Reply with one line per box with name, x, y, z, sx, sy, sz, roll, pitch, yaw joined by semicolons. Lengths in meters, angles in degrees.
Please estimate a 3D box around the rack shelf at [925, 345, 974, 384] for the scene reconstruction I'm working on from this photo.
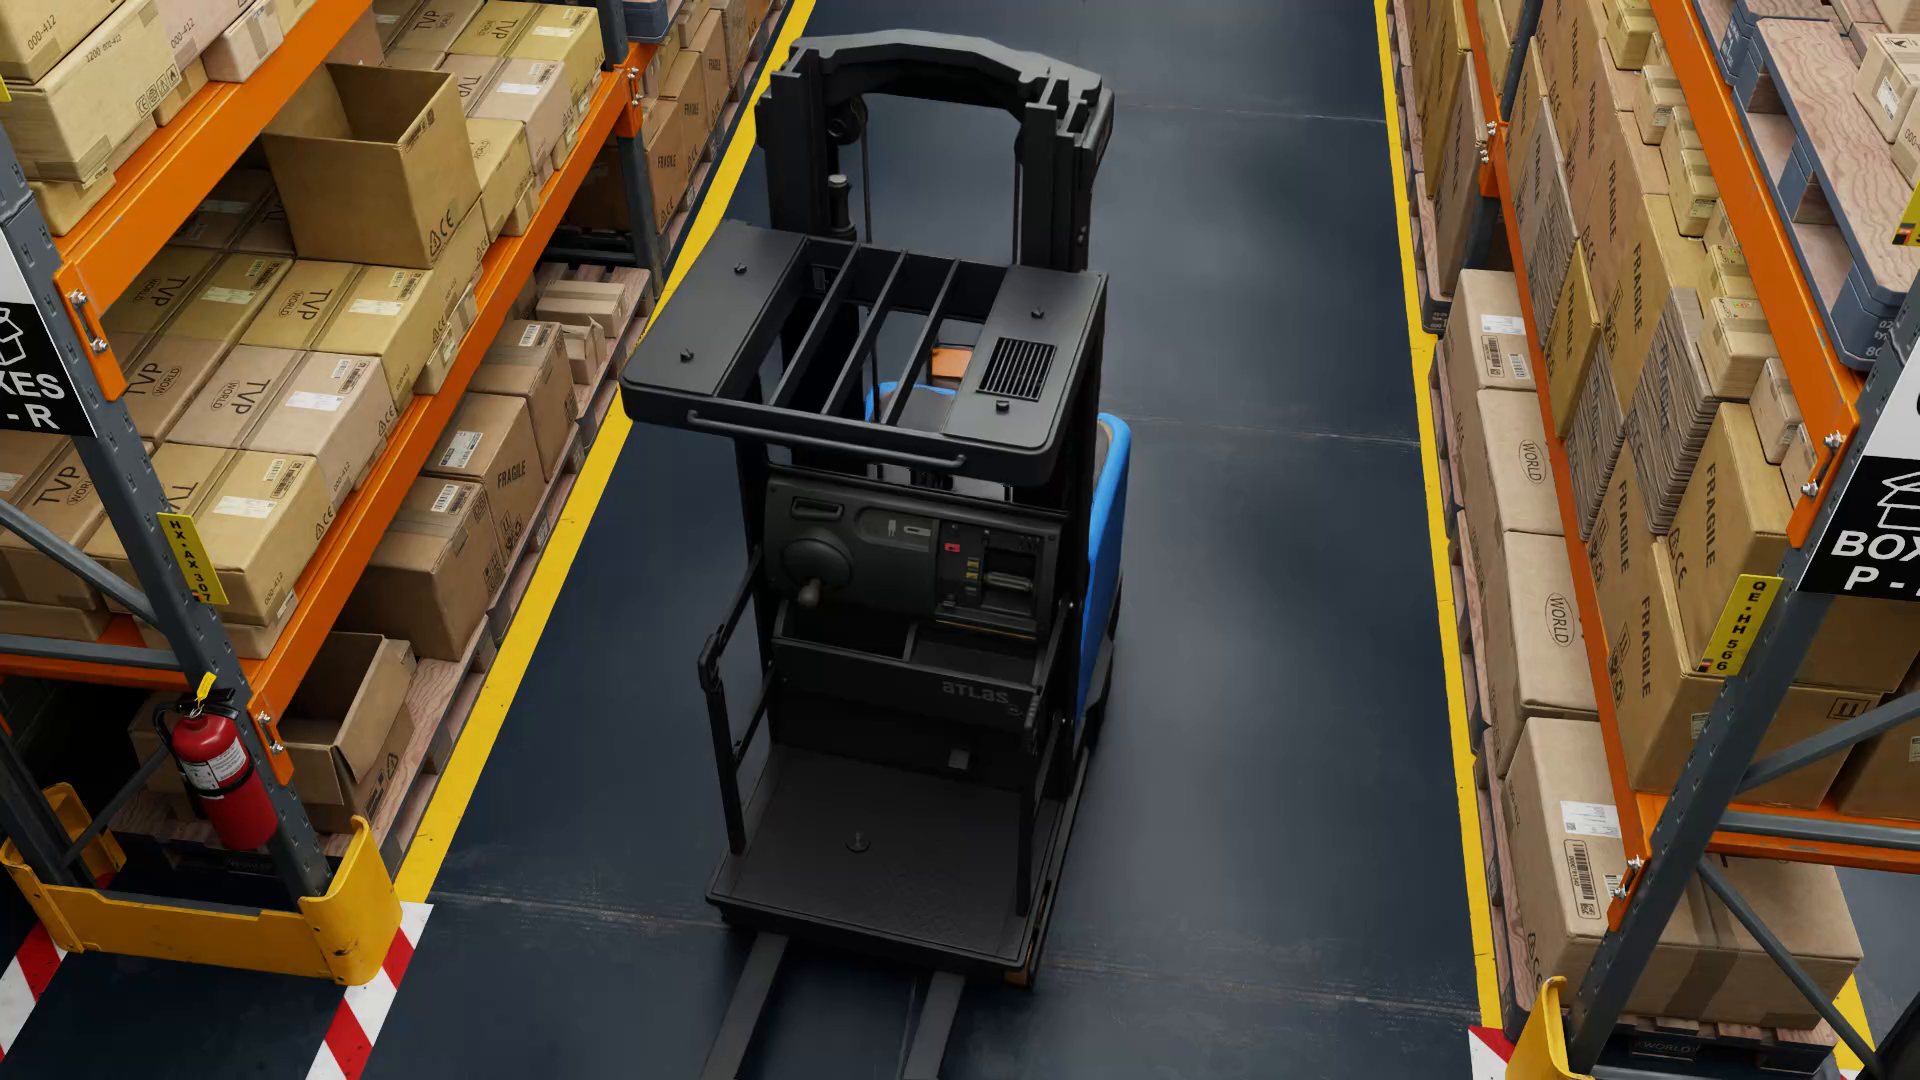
rack shelf;0.002;-0.675;6.653;0.258;0.103;0.180;5;44;6

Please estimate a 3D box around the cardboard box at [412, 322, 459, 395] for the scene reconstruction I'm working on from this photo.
cardboard box;-2.037;-0.664;5.974;0.380;0.149;0.250;4;44;4

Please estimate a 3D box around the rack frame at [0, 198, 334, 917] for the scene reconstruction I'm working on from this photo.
rack frame;-2.572;0.318;4.755;1.000;3.000;0.127;5;44;6

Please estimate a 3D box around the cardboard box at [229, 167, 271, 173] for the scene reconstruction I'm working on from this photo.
cardboard box;-2.506;-1.455;6.520;0.500;0.250;0.500;6;44;6

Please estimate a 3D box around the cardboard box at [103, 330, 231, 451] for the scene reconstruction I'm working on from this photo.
cardboard box;-2.705;-0.425;5.432;0.500;0.250;0.500;5;44;6

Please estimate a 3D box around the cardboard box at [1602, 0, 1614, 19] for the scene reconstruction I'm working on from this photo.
cardboard box;2.475;-1.885;5.810;0.380;0.149;0.250;5;44;5

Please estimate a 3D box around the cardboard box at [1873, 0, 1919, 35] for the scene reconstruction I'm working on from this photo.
cardboard box;2.596;-1.495;4.174;0.500;0.311;0.500;6;44;6

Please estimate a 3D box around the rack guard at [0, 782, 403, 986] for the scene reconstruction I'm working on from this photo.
rack guard;-2.562;1.174;5.669;1.175;0.500;0.348;5;44;6

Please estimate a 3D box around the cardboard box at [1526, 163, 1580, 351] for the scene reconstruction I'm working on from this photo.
cardboard box;2.413;-1.019;6.094;0.500;0.500;0.500;5;44;6

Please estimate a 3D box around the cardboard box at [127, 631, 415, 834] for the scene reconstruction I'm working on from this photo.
cardboard box;-2.397;0.664;5.900;0.797;0.503;0.637;4;44;4

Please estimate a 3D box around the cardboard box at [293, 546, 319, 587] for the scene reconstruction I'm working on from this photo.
cardboard box;-2.269;0.032;5.239;0.380;0.149;0.250;6;44;7

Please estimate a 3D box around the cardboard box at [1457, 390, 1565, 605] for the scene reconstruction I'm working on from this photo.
cardboard box;2.571;-0.153;6.811;0.875;0.438;0.875;4;44;4

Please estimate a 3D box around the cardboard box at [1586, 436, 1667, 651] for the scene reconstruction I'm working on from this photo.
cardboard box;2.232;0.037;4.979;0.500;0.500;0.500;4;44;5

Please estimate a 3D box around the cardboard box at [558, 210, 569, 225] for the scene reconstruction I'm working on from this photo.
cardboard box;-2.271;-2.015;8.731;0.500;0.500;0.500;5;44;5

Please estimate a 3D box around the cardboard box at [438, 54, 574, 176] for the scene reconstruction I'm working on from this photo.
cardboard box;-1.920;-1.750;6.831;0.500;0.250;0.500;5;44;6

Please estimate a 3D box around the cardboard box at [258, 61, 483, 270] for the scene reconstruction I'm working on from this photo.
cardboard box;-2.047;-1.315;5.827;0.500;0.500;0.500;6;44;7

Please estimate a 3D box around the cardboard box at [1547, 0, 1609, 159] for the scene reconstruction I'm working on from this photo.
cardboard box;2.502;-1.713;6.100;0.500;0.500;0.500;5;44;5

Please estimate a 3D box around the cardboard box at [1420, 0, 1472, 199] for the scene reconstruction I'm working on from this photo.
cardboard box;2.992;-2.387;8.851;0.875;0.875;0.875;6;44;7

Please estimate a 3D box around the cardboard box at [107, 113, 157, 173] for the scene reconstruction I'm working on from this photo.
cardboard box;-2.290;-1.057;4.208;0.380;0.149;0.250;6;44;6

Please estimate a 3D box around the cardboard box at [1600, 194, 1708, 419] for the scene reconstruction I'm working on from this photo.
cardboard box;2.285;-0.679;5.007;0.500;0.500;0.500;5;44;5

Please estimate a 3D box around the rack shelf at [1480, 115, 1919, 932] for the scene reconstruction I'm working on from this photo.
rack shelf;2.613;-0.335;5.968;1.077;0.370;4.000;5;44;6

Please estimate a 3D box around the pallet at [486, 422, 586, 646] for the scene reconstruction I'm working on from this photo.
pallet;-2.294;-0.094;7.218;1.003;0.211;1.213;5;44;6

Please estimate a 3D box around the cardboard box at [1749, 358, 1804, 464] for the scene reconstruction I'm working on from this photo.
cardboard box;2.208;-0.306;4.142;0.380;0.149;0.250;6;44;6

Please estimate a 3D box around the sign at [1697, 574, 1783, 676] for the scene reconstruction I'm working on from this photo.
sign;1.813;0.201;3.864;0.100;0.325;0.005;5;44;6

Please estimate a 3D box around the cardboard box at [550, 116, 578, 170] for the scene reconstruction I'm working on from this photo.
cardboard box;-1.858;-1.718;7.088;0.380;0.149;0.250;6;44;7

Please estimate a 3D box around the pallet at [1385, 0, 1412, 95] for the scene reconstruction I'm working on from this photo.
pallet;3.228;-3.143;10.438;1.003;0.211;1.213;5;44;6

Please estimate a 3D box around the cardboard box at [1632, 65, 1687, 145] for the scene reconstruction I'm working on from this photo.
cardboard box;2.359;-1.367;5.262;0.380;0.149;0.250;5;44;6

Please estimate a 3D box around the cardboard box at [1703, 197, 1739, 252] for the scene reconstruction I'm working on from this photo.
cardboard box;2.337;-0.830;4.695;0.380;0.149;0.250;5;44;5

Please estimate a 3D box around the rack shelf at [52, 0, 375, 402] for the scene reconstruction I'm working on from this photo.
rack shelf;-2.307;-1.873;5.410;1.077;0.370;4.000;5;44;6

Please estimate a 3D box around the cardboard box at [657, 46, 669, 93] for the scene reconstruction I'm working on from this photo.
cardboard box;-1.749;-2.481;8.751;0.380;0.149;0.250;3;44;3

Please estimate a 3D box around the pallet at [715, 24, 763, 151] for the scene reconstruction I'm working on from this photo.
pallet;-1.814;-2.787;10.062;1.003;0.211;1.213;5;44;6

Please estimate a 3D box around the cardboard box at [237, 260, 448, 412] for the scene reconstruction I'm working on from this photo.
cardboard box;-2.115;-0.710;5.733;0.500;0.250;0.500;4;44;5

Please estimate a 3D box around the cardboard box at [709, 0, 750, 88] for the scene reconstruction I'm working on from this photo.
cardboard box;-1.550;-3.019;9.791;0.500;0.500;0.500;4;44;4

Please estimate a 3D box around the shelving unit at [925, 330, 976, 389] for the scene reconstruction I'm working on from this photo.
shelving unit;0.002;-0.446;6.870;0.258;1.200;0.189;5;44;6

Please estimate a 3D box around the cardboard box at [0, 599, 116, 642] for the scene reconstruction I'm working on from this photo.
cardboard box;-2.794;0.159;5.106;0.380;0.149;0.250;5;44;5

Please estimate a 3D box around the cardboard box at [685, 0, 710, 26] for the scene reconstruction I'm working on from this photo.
cardboard box;-1.621;-3.005;9.304;0.380;0.149;0.250;7;44;7

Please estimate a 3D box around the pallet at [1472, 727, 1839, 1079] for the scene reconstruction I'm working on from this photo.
pallet;2.377;1.227;5.823;1.003;0.211;1.213;5;44;6

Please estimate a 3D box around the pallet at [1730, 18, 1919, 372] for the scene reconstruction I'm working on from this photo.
pallet;2.437;-0.797;3.815;1.003;0.211;1.213;5;44;6

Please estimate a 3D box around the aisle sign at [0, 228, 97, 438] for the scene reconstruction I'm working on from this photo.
aisle sign;-2.290;-0.553;3.784;0.394;0.787;0.004;5;44;6

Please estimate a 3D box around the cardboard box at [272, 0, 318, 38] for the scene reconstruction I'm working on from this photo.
cardboard box;-2.077;-1.570;4.750;0.380;0.149;0.250;5;44;5

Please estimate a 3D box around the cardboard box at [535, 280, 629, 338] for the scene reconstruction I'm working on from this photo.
cardboard box;-1.825;-1.119;8.041;0.380;0.149;0.250;4;44;4

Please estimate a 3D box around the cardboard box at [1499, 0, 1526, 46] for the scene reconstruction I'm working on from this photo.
cardboard box;2.695;-2.409;7.380;0.500;0.250;0.500;5;44;5

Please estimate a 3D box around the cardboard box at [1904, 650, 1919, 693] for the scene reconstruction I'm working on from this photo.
cardboard box;2.695;0.066;4.221;0.500;0.500;0.500;4;44;5

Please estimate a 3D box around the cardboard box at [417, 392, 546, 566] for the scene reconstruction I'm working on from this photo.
cardboard box;-2.076;-0.266;6.884;0.500;0.500;0.500;6;44;6

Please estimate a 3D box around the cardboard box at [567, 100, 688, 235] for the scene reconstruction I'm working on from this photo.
cardboard box;-1.756;-1.962;8.676;0.500;0.500;0.500;7;44;7

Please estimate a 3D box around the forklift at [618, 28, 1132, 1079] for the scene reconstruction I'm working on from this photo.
forklift;-0.208;0.152;4.980;1.130;2.935;3.031;10;44;10

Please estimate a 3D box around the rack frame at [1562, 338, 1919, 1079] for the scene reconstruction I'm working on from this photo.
rack frame;2.349;0.766;4.281;1.000;3.000;0.127;5;44;6

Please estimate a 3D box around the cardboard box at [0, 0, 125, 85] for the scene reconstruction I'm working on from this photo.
cardboard box;-2.264;-1.286;3.796;0.500;0.250;0.500;5;44;5
